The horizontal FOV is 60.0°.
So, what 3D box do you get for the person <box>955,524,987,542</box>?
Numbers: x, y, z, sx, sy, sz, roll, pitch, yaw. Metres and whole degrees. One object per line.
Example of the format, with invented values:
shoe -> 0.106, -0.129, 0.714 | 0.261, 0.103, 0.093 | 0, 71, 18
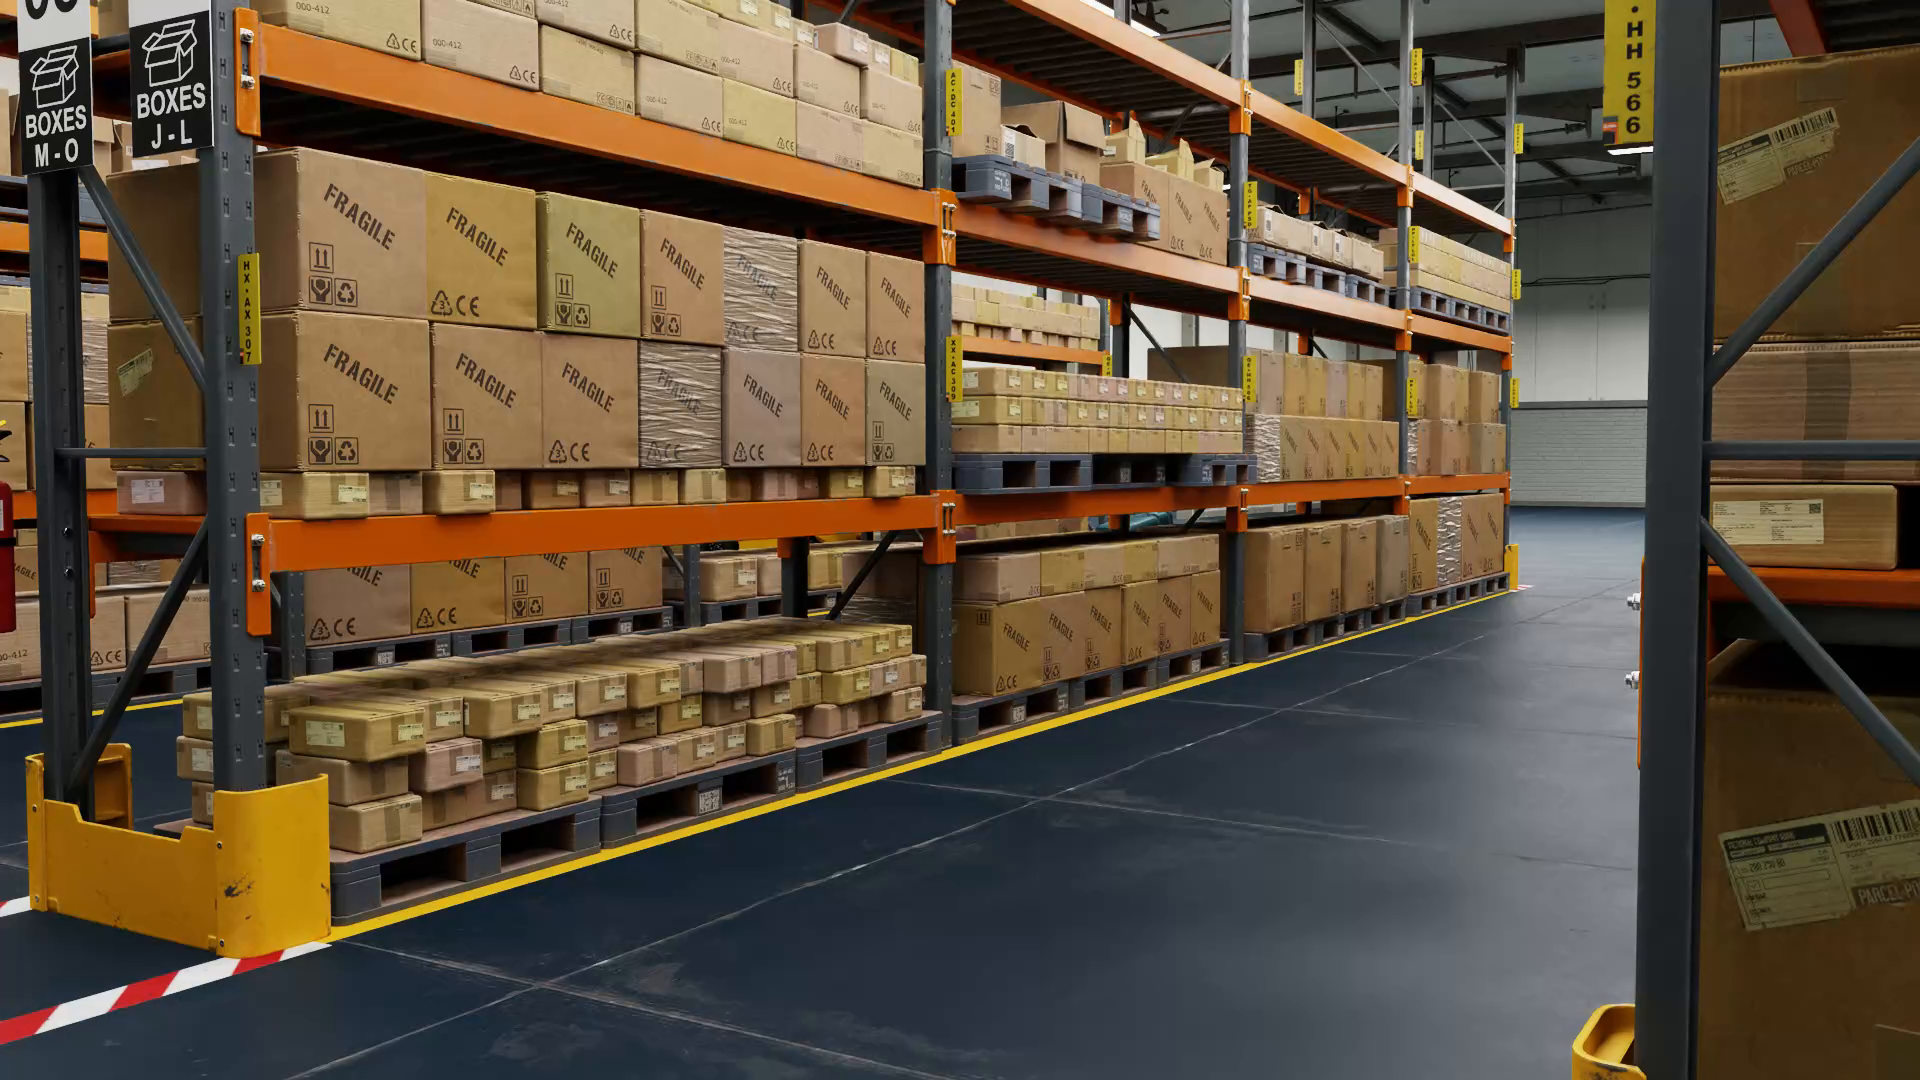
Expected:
person -> 0.004, -0.079, 14.839 | 0.426, 1.652, 0.561 | 2, 3, 32
